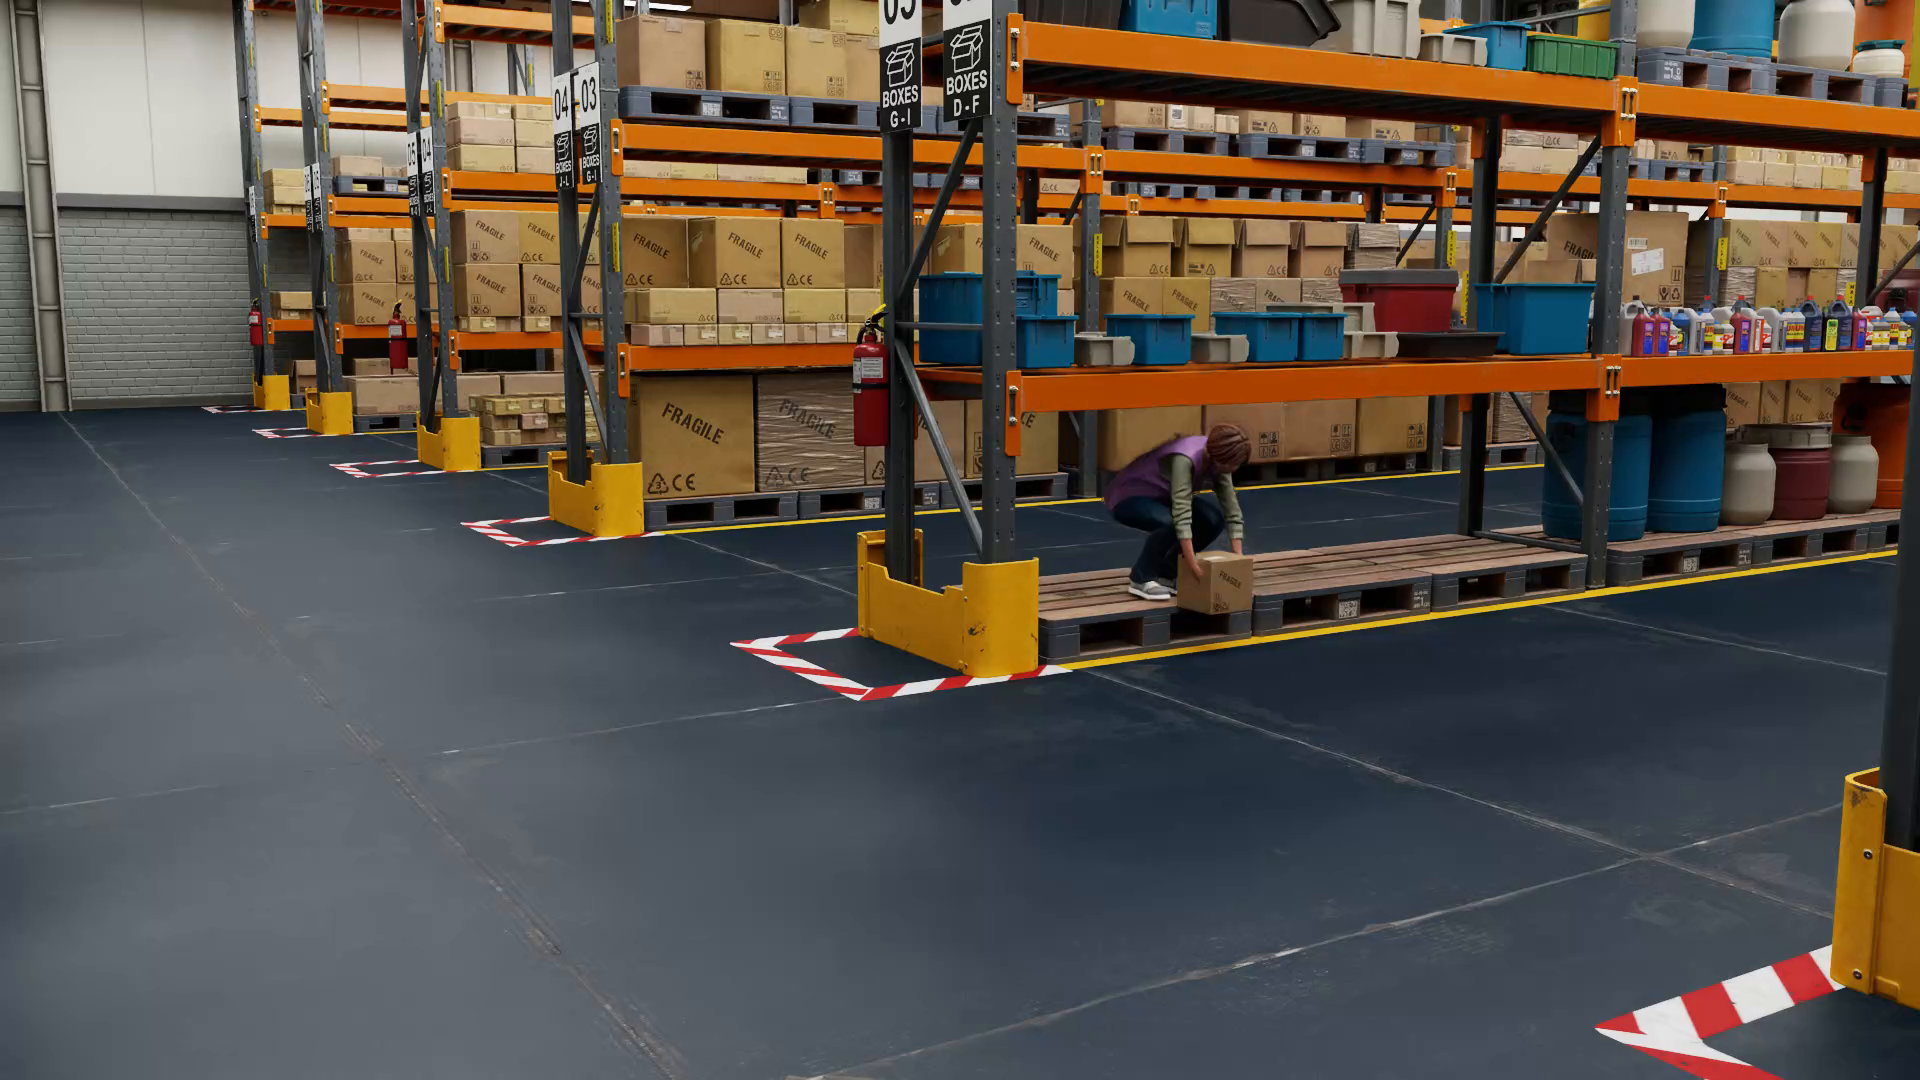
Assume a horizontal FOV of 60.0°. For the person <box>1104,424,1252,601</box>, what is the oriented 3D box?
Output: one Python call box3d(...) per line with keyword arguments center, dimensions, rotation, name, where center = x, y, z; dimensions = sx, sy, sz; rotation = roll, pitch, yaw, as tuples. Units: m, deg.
box3d(center=(1.046, -0.140, 7.950), dimensions=(0.440, 0.854, 0.793), rotation=(-6, 10, -37), name="person")
